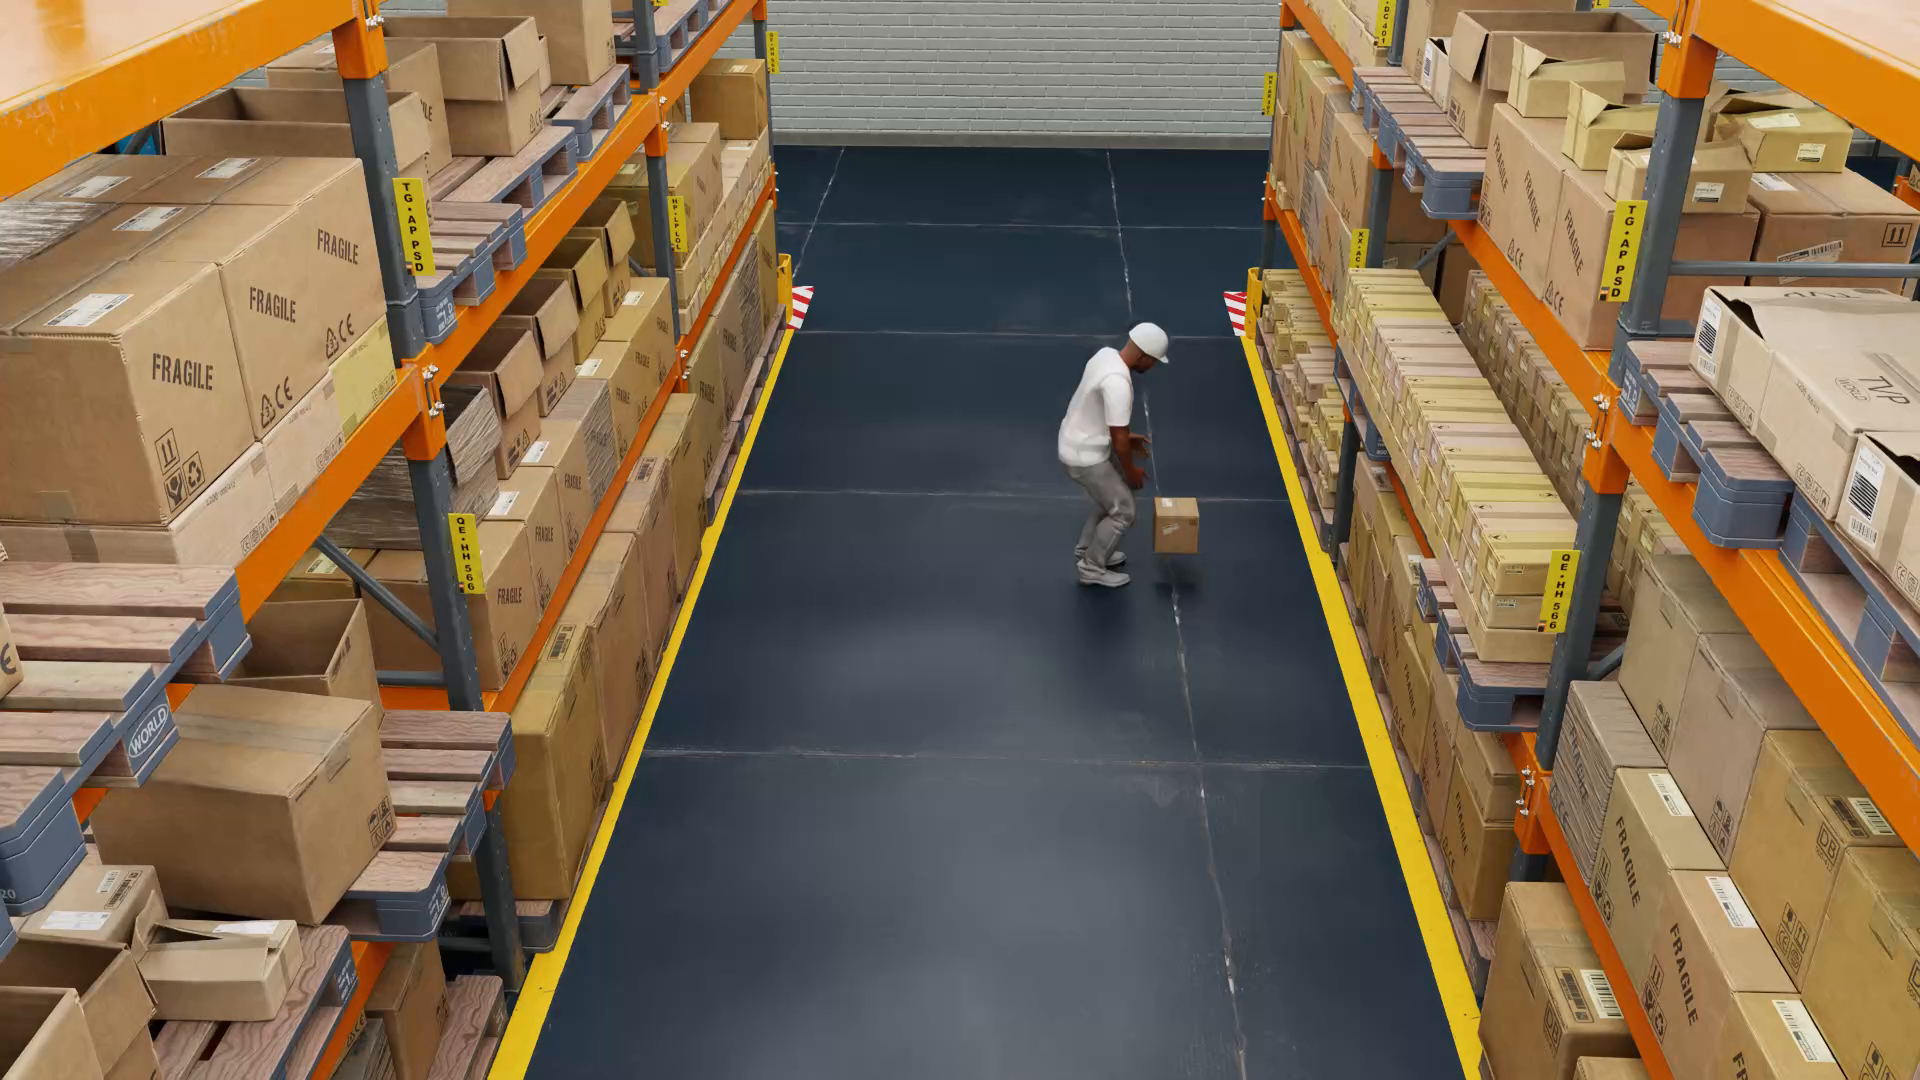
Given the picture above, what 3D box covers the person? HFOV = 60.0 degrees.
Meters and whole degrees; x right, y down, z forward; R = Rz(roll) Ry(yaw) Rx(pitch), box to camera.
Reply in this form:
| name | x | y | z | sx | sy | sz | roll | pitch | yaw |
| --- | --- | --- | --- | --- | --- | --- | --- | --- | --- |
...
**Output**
| name | x | y | z | sx | sy | sz | roll | pitch | yaw |
| --- | --- | --- | --- | --- | --- | --- | --- | --- | --- |
| person | 0.882 | -0.524 | 9.783 | 0.622 | 1.588 | 0.620 | 1 | 28 | 3 |
